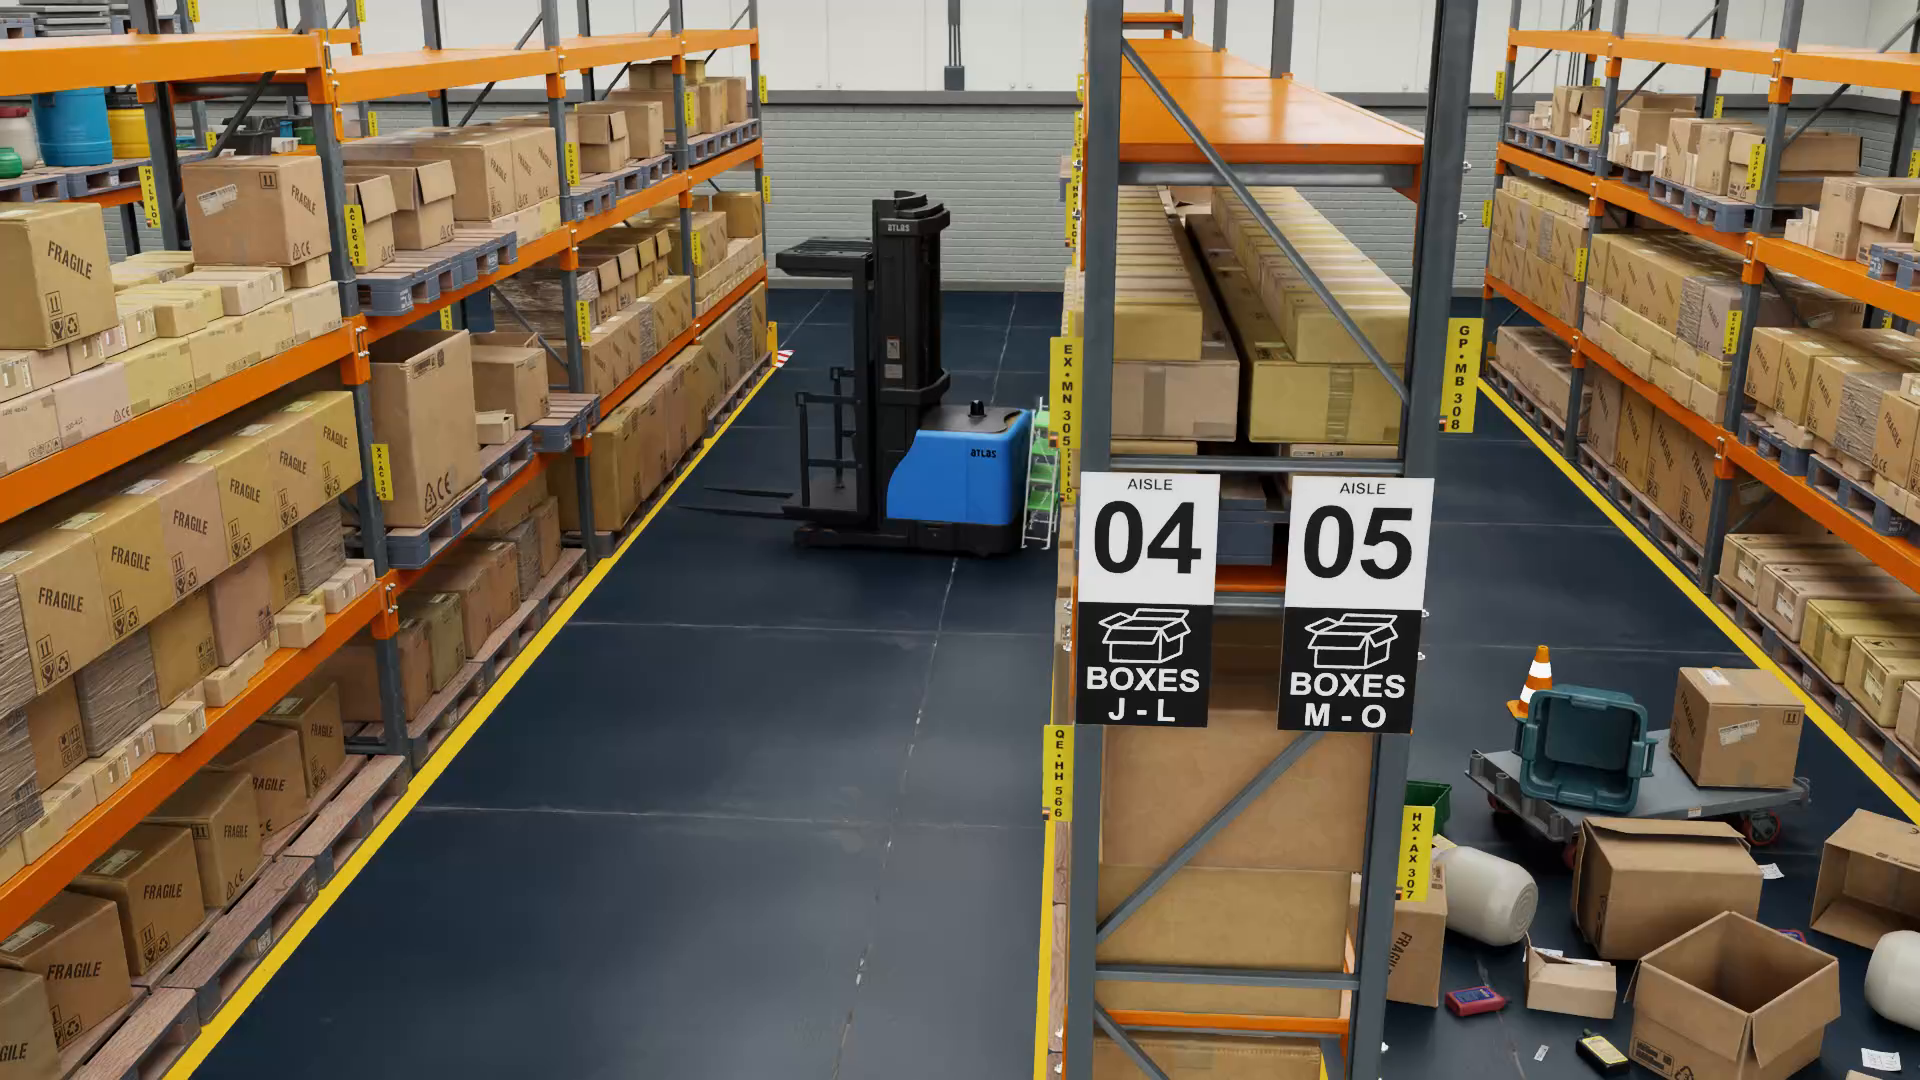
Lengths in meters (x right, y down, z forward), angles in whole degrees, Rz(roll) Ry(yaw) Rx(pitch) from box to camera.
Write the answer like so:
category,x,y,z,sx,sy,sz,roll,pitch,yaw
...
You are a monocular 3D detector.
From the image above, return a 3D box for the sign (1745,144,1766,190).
category,x,y,z,sx,sy,sz,roll,pitch,yaw
sign,5.813,-2.725,12.148,0.100,0.325,0.005,1,18,4

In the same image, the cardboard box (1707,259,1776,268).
category,x,y,z,sx,sy,sz,roll,pitch,yaw
cardboard box,6.763,-2.143,14.380,0.500,0.500,0.500,2,18,5

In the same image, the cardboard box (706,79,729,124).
category,x,y,z,sx,sy,sz,roll,pitch,yaw
cardboard box,-3.089,-5.093,19.335,0.700,0.500,0.500,1,18,2

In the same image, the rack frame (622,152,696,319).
category,x,y,z,sx,sy,sz,roll,pitch,yaw
rack frame,-3.232,-2.465,17.129,1.000,3.000,0.127,1,18,4

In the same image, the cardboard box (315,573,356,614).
category,x,y,z,sx,sy,sz,roll,pitch,yaw
cardboard box,-3.555,0.290,9.125,0.380,0.149,0.250,1,18,4

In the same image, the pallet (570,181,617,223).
category,x,y,z,sx,sy,sz,roll,pitch,yaw
pallet,-3.525,-2.760,13.514,1.213,0.211,1.003,2,18,6

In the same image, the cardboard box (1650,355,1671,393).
category,x,y,z,sx,sy,sz,roll,pitch,yaw
cardboard box,6.216,-1.408,14.144,0.500,0.250,0.500,1,18,3

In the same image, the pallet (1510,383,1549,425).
category,x,y,z,sx,sy,sz,roll,pitch,yaw
pallet,6.870,-1.533,18.763,1.003,0.211,1.213,1,18,4

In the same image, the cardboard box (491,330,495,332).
category,x,y,z,sx,sy,sz,roll,pitch,yaw
cardboard box,-3.689,-1.584,14.279,0.500,0.500,0.500,1,18,3

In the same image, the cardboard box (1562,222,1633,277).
category,x,y,z,sx,sy,sz,roll,pitch,yaw
cardboard box,6.411,-2.919,16.749,0.500,0.500,0.500,1,18,3

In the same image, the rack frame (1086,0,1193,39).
category,x,y,z,sx,sy,sz,roll,pitch,yaw
rack frame,1.708,-5.174,15.761,1.000,3.000,0.127,1,18,4

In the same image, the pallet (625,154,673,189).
category,x,y,z,sx,sy,sz,roll,pitch,yaw
pallet,-3.248,-3.514,15.819,0.805,0.209,1.217,1,18,2

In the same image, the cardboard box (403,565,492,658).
category,x,y,z,sx,sy,sz,roll,pitch,yaw
cardboard box,-3.647,0.487,11.429,0.700,0.500,0.500,0,18,-1

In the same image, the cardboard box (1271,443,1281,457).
category,x,y,z,sx,sy,sz,roll,pitch,yaw
cardboard box,1.210,-0.328,5.357,0.380,0.149,0.250,1,18,4

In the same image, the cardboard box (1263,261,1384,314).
category,x,y,z,sx,sy,sz,roll,pitch,yaw
cardboard box,1.245,-0.861,5.703,0.380,0.149,0.250,1,18,4

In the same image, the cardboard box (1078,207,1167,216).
category,x,y,z,sx,sy,sz,roll,pitch,yaw
cardboard box,0.698,-1.348,7.191,0.380,0.149,0.250,1,18,5

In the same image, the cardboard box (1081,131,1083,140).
category,x,y,z,sx,sy,sz,roll,pitch,yaw
cardboard box,1.466,-3.520,14.692,0.797,0.503,0.637,1,18,3

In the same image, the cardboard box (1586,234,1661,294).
category,x,y,z,sx,sy,sz,roll,pitch,yaw
cardboard box,6.334,-2.636,15.885,0.500,0.500,0.500,1,18,5

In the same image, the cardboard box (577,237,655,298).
category,x,y,z,sx,sy,sz,roll,pitch,yaw
cardboard box,-3.330,-2.578,15.702,0.797,0.503,0.637,1,18,5

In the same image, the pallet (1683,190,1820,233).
category,x,y,z,sx,sy,sz,roll,pitch,yaw
pallet,6.359,-2.538,12.839,1.213,0.211,1.003,2,18,6

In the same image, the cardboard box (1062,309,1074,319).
category,x,y,z,sx,sy,sz,roll,pitch,yaw
cardboard box,1.054,-1.848,14.020,0.380,0.149,0.250,2,18,6

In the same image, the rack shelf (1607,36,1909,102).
category,x,y,z,sx,sy,sz,roll,pitch,yaw
rack shelf,6.509,-3.942,13.798,1.077,0.370,4.000,1,18,4

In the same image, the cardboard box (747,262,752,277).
category,x,y,z,sx,sy,sz,roll,pitch,yaw
cardboard box,-2.697,-3.234,19.878,0.380,0.149,0.250,2,18,5

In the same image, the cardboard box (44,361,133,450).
category,x,y,z,sx,sy,sz,roll,pitch,yaw
cardboard box,-3.729,-0.550,6.709,0.500,0.250,0.500,1,18,4

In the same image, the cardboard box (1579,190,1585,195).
category,x,y,z,sx,sy,sz,roll,pitch,yaw
cardboard box,7.077,-3.804,18.406,0.380,0.149,0.250,2,18,5

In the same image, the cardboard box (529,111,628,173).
category,x,y,z,sx,sy,sz,roll,pitch,yaw
cardboard box,-3.393,-3.532,14.727,0.797,0.503,0.637,1,18,3

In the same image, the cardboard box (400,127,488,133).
category,x,y,z,sx,sy,sz,roll,pitch,yaw
cardboard box,-3.809,-2.793,12.349,0.500,0.500,0.500,1,18,4

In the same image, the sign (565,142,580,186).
category,x,y,z,sx,sy,sz,roll,pitch,yaw
sign,-2.977,-2.881,12.751,0.100,0.325,0.005,1,18,4

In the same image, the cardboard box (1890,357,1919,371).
category,x,y,z,sx,sy,sz,roll,pitch,yaw
cardboard box,6.550,-0.925,11.116,0.500,0.500,0.500,0,18,0

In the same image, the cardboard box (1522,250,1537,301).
category,x,y,z,sx,sy,sz,roll,pitch,yaw
cardboard box,6.537,-2.920,18.356,0.500,0.500,0.500,2,18,6

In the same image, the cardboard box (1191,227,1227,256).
category,x,y,z,sx,sy,sz,roll,pitch,yaw
cardboard box,1.319,-1.265,7.578,0.500,0.250,0.500,1,18,4

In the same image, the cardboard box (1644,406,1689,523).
category,x,y,z,sx,sy,sz,roll,pitch,yaw
cardboard box,6.566,-0.681,14.422,0.875,0.875,0.875,2,18,5

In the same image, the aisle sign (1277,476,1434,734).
category,x,y,z,sx,sy,sz,roll,pitch,yaw
aisle sign,1.142,0.197,4.829,0.394,0.787,0.004,1,18,4

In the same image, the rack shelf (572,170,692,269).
category,x,y,z,sx,sy,sz,roll,pitch,yaw
rack shelf,-3.375,-2.928,14.878,1.077,0.370,4.000,1,18,4

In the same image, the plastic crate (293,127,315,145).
category,x,y,z,sx,sy,sz,roll,pitch,yaw
plastic crate,-7.671,-4.830,19.870,0.450,0.188,0.336,1,18,4

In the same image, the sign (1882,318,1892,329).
category,x,y,z,sx,sy,sz,roll,pitch,yaw
sign,6.908,-1.505,12.467,0.100,0.325,0.005,1,18,4

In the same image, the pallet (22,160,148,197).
category,x,y,z,sx,sy,sz,roll,pitch,yaw
pallet,-8.209,-3.313,15.204,1.003,0.211,1.213,1,18,4

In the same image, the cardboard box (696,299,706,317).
category,x,y,z,sx,sy,sz,roll,pitch,yaw
cardboard box,-2.879,-2.430,17.426,0.380,0.149,0.250,1,18,4

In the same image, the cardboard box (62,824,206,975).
category,x,y,z,sx,sy,sz,roll,pitch,yaw
cardboard box,-3.958,1.676,7.831,0.500,0.500,0.500,3,18,9

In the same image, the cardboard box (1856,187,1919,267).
category,x,y,z,sx,sy,sz,roll,pitch,yaw
cardboard box,6.285,-2.002,10.732,0.797,0.503,0.637,1,18,4

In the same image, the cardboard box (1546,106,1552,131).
category,x,y,z,sx,sy,sz,roll,pitch,yaw
cardboard box,6.782,-4.653,18.296,0.500,0.311,0.500,2,18,5

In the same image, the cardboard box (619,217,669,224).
category,x,y,z,sx,sy,sz,roll,pitch,yaw
cardboard box,-3.425,-3.196,17.918,0.500,0.500,0.500,1,18,4

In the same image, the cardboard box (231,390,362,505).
category,x,y,z,sx,sy,sz,roll,pitch,yaw
cardboard box,-3.563,-0.499,8.884,0.500,0.500,0.500,1,18,4

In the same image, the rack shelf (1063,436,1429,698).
category,x,y,z,sx,sy,sz,roll,pitch,yaw
rack shelf,0.991,-0.301,6.862,1.077,0.370,4.000,1,18,4

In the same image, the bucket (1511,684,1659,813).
category,x,y,z,sx,sy,sz,roll,pitch,yaw
bucket,3.424,1.089,9.100,0.726,0.611,0.620,8,10,23

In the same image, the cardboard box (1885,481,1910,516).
category,x,y,z,sx,sy,sz,roll,pitch,yaw
cardboard box,5.875,-0.247,10.089,0.380,0.149,0.250,1,18,4

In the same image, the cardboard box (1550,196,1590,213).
category,x,y,z,sx,sy,sz,roll,pitch,yaw
cardboard box,6.512,-3.573,17.703,0.380,0.149,0.250,1,18,3

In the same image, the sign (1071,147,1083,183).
category,x,y,z,sx,sy,sz,roll,pitch,yaw
sign,0.880,-2.765,12.395,0.100,0.325,0.005,1,18,4

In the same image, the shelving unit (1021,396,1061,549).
category,x,y,z,sx,sy,sz,roll,pitch,yaw
shelving unit,0.725,-0.577,14.229,0.258,1.200,0.503,7,19,8

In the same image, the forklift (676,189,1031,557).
category,x,y,z,sx,sy,sz,roll,pitch,yaw
forklift,-0.944,-1.473,14.210,3.031,2.935,1.130,4,19,12

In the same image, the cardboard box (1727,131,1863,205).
category,x,y,z,sx,sy,sz,roll,pitch,yaw
cardboard box,6.242,-2.796,12.482,0.797,0.503,0.637,0,18,1

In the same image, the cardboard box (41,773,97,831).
category,x,y,z,sx,sy,sz,roll,pitch,yaw
cardboard box,-3.767,1.065,6.758,0.380,0.149,0.250,1,18,4

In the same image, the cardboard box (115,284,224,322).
category,x,y,z,sx,sy,sz,roll,pitch,yaw
cardboard box,-3.669,-1.091,7.719,0.380,0.149,0.250,2,18,6

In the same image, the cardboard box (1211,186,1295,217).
category,x,y,z,sx,sy,sz,roll,pitch,yaw
cardboard box,1.426,-1.650,8.111,0.380,0.149,0.250,1,18,3

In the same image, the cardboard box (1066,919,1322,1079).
category,x,y,z,sx,sy,sz,roll,pitch,yaw
cardboard box,0.831,2.002,6.234,0.875,0.875,0.875,1,18,4

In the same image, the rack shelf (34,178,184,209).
category,x,y,z,sx,sy,sz,roll,pitch,yaw
rack shelf,-8.315,-3.038,15.216,1.077,0.370,4.000,1,18,4

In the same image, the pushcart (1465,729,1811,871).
category,x,y,z,sx,sy,sz,roll,pitch,yaw
pushcart,3.801,1.451,9.388,1.648,0.377,0.936,-5,19,-15

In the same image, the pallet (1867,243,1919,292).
category,x,y,z,sx,sy,sz,roll,pitch,yaw
pallet,6.301,-1.607,9.995,1.213,0.211,1.003,1,18,4
